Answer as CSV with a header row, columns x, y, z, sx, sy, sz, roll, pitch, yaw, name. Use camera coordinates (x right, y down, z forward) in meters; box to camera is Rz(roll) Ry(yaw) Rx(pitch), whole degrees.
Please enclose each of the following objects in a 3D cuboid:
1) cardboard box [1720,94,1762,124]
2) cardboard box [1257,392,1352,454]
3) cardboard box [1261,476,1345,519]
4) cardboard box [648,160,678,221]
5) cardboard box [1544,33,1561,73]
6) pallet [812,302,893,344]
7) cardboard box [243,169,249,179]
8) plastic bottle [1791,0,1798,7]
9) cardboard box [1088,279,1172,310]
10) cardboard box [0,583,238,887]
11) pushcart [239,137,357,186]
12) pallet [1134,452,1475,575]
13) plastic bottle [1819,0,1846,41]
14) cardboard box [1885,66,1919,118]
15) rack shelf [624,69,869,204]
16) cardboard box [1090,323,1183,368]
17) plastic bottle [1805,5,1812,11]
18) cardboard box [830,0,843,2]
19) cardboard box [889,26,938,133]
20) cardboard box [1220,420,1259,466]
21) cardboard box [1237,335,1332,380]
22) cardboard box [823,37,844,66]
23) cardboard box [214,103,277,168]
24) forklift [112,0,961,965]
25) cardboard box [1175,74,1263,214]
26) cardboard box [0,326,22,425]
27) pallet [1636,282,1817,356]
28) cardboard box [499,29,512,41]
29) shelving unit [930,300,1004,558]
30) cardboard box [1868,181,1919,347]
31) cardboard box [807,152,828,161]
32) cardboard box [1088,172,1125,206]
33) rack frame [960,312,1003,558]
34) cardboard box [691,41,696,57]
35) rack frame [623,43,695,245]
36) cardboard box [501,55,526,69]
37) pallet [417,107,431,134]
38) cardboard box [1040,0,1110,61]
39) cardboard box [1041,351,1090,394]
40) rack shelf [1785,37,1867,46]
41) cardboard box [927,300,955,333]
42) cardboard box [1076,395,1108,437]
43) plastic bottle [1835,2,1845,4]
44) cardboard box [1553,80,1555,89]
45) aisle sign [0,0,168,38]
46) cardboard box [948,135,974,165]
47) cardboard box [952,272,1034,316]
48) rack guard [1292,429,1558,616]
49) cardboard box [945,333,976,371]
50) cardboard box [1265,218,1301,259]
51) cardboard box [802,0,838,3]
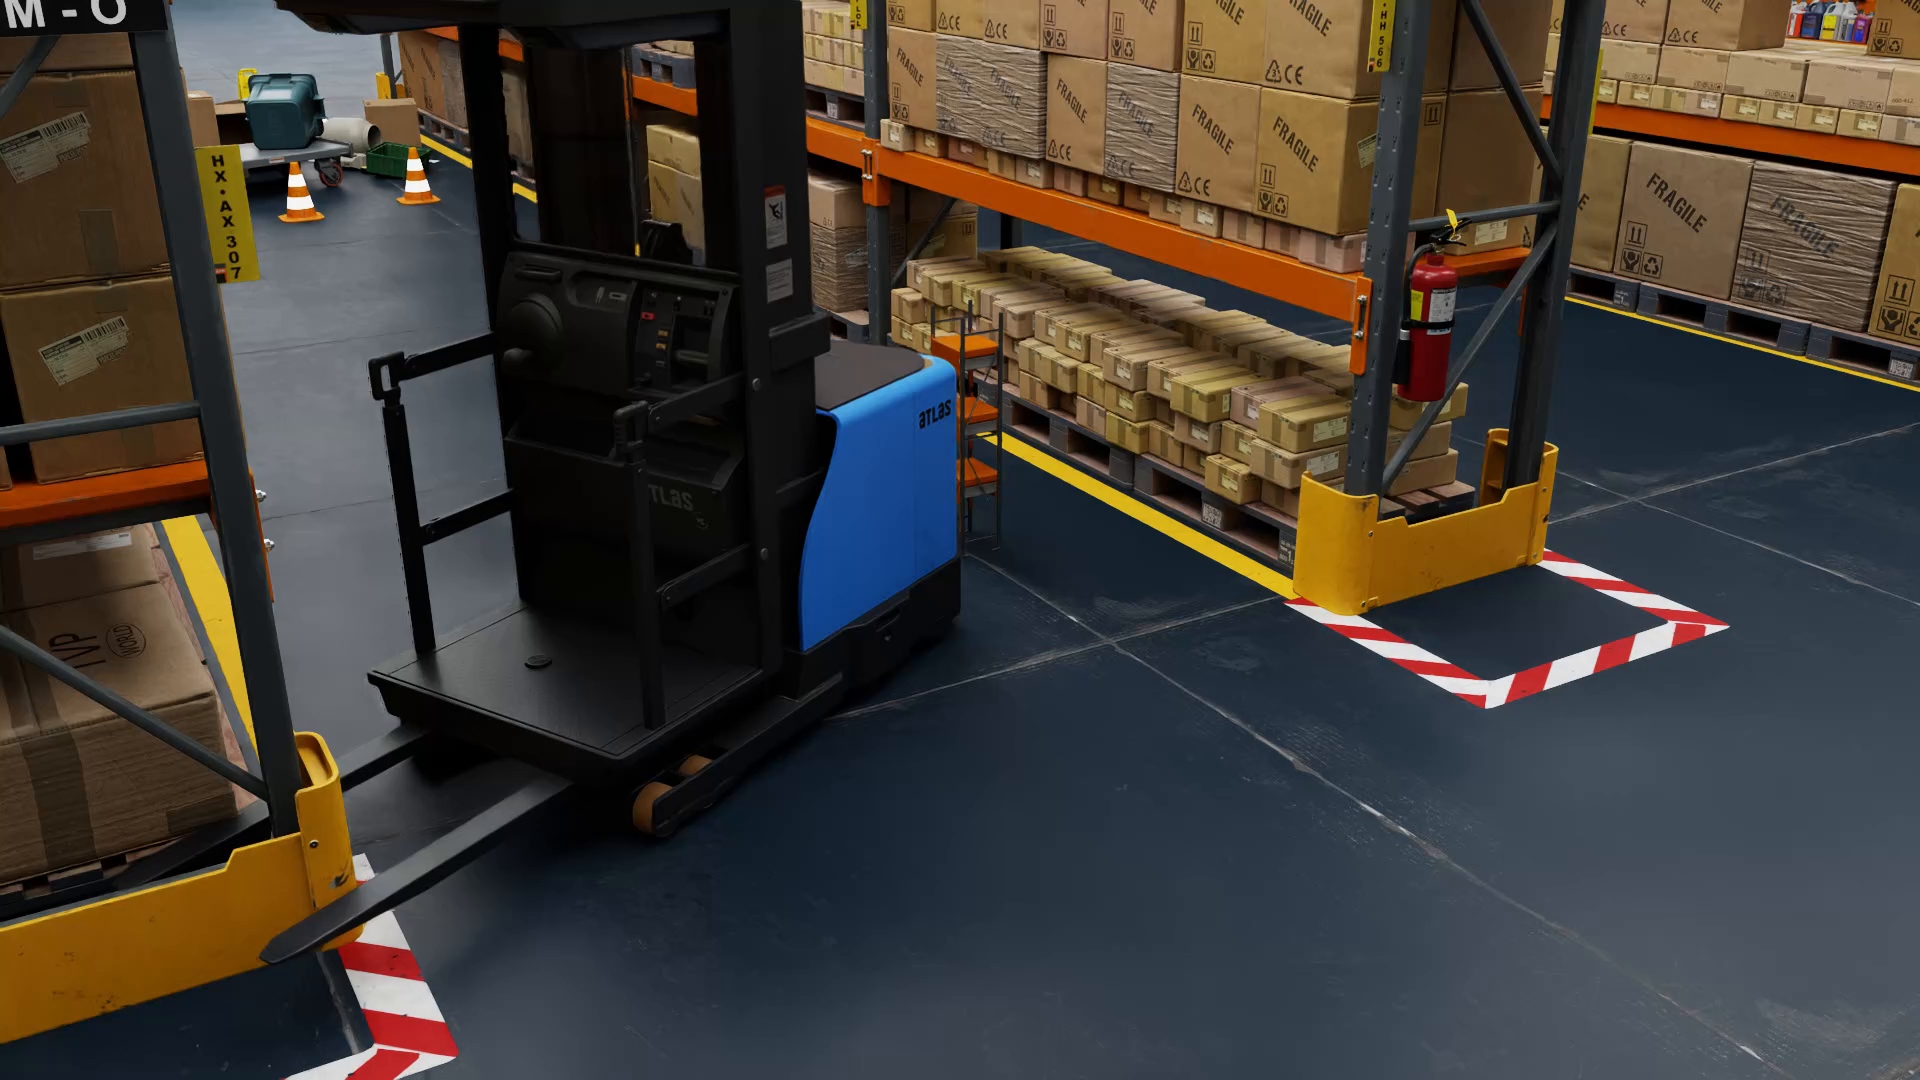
x,y,z,sx,sy,sz,roll,pitch,yaw,name
4.900,-2.659,10.203,0.380,0.149,0.250,-13,26,-30,cardboard box
1.477,-0.495,6.984,0.380,0.149,0.250,-12,25,-28,cardboard box
1.517,-0.227,7.115,0.380,0.149,0.250,-12,25,-27,cardboard box
-1.979,-2.571,12.415,0.500,0.500,0.500,-14,26,-30,cardboard box
4.252,-3.305,11.263,0.500,0.250,0.500,-13,26,-29,cardboard box
-0.477,-1.478,10.667,1.003,0.211,1.213,-13,25,-28,pallet
-6.940,-3.533,15.650,0.396,0.266,0.258,8,23,18,cardboard box
7.910,-5.004,15.811,0.097,0.271,0.097,0,22,0,plastic bottle
0.908,-1.279,8.913,0.380,0.149,0.250,-14,26,-31,cardboard box
-2.662,0.560,4.795,0.875,0.438,0.875,-14,26,-30,cardboard box
-6.434,-3.363,15.083,0.936,0.377,1.648,17,28,36,pushcart
1.542,-0.225,7.586,1.003,0.211,1.213,-13,25,-28,pallet
7.745,-4.604,14.719,0.144,0.351,0.185,-13,25,-28,plastic bottle
5.546,-2.483,9.240,0.500,0.250,0.500,-13,26,-29,cardboard box
-1.100,-2.832,11.251,1.077,0.370,4.000,-13,25,-28,rack shelf
0.854,-0.926,8.044,0.380,0.149,0.250,-14,26,-30,cardboard box
7.670,-4.709,15.084,0.097,0.271,0.097,0,22,0,plastic bottle
-0.686,-3.592,11.152,0.380,0.149,0.250,-12,25,-27,cardboard box
-0.042,-2.493,8.934,0.500,0.500,0.500,-13,26,-29,cardboard box
1.363,-0.445,7.257,0.380,0.149,0.250,-13,26,-29,cardboard box
1.529,-0.844,7.843,0.380,0.149,0.250,-14,26,-31,cardboard box
-0.587,-2.910,9.867,0.380,0.149,0.250,-12,25,-28,cardboard box
-6.853,-3.941,16.159,0.797,0.637,0.503,-13,25,-28,cardboard box
-1.197,-0.650,5.018,1.130,2.935,3.031,13,26,29,forklift
1.256,-1.671,6.910,0.500,0.500,0.500,-13,26,-29,cardboard box
-2.520,-0.653,4.803,0.500,0.500,0.500,-13,25,-29,cardboard box
5.186,-1.491,10.699,1.003,0.211,1.213,-13,25,-28,pallet
-3.869,-4.768,14.927,0.500,0.500,0.500,-12,25,-28,cardboard box
0.027,-0.469,7.071,0.215,1.050,0.252,-13,25,-28,shelving unit
5.885,-1.546,9.396,0.875,0.875,0.875,-13,25,-28,cardboard box
-1.209,-2.432,11.076,0.500,0.250,0.500,-14,26,-31,cardboard box
0.824,-1.674,7.781,0.380,0.149,0.250,-12,25,-27,cardboard box
0.090,-0.430,6.974,0.200,1.050,0.008,-13,25,-28,rack frame
-1.652,-3.446,11.582,0.380,0.149,0.250,-11,25,-26,cardboard box
-2.122,-3.813,12.708,1.000,3.000,0.127,-13,25,-28,rack frame
-4.426,-4.535,16.749,0.875,0.875,0.875,-12,25,-27,cardboard box
-5.732,-4.867,19.005,1.003,0.211,1.213,-13,25,-28,pallet
0.712,-2.472,7.553,0.500,0.500,0.500,-14,26,-30,cardboard box
0.628,-0.854,8.262,0.380,0.149,0.250,-12,25,-28,cardboard box
7.474,-4.706,15.861,1.077,0.370,4.000,-13,25,-28,rack shelf
0.038,-1.286,9.325,0.380,0.149,0.250,-12,25,-28,cardboard box
0.794,-0.633,8.114,0.380,0.149,0.250,-12,25,-27,cardboard box
8.114,-4.857,15.442,0.152,0.276,0.135,-13,25,-28,plastic bottle
4.237,-3.078,11.234,0.380,0.149,0.250,-14,26,-30,cardboard box
-1.953,-1.475,3.504,0.394,0.787,0.004,-13,25,-28,aisle sign
0.162,-2.101,8.831,0.380,0.149,0.250,-14,26,-31,cardboard box
0.181,-1.343,9.070,0.380,0.149,0.250,-13,25,-29,cardboard box
1.926,-0.090,6.868,1.175,0.500,0.348,-13,25,-28,rack guard
0.139,-1.055,9.153,0.380,0.149,0.250,-13,25,-28,cardboard box
1.461,-1.245,6.726,0.380,0.149,0.250,-13,25,-28,cardboard box
-0.976,-3.300,10.432,0.380,0.149,0.250,-14,26,-30,cardboard box
